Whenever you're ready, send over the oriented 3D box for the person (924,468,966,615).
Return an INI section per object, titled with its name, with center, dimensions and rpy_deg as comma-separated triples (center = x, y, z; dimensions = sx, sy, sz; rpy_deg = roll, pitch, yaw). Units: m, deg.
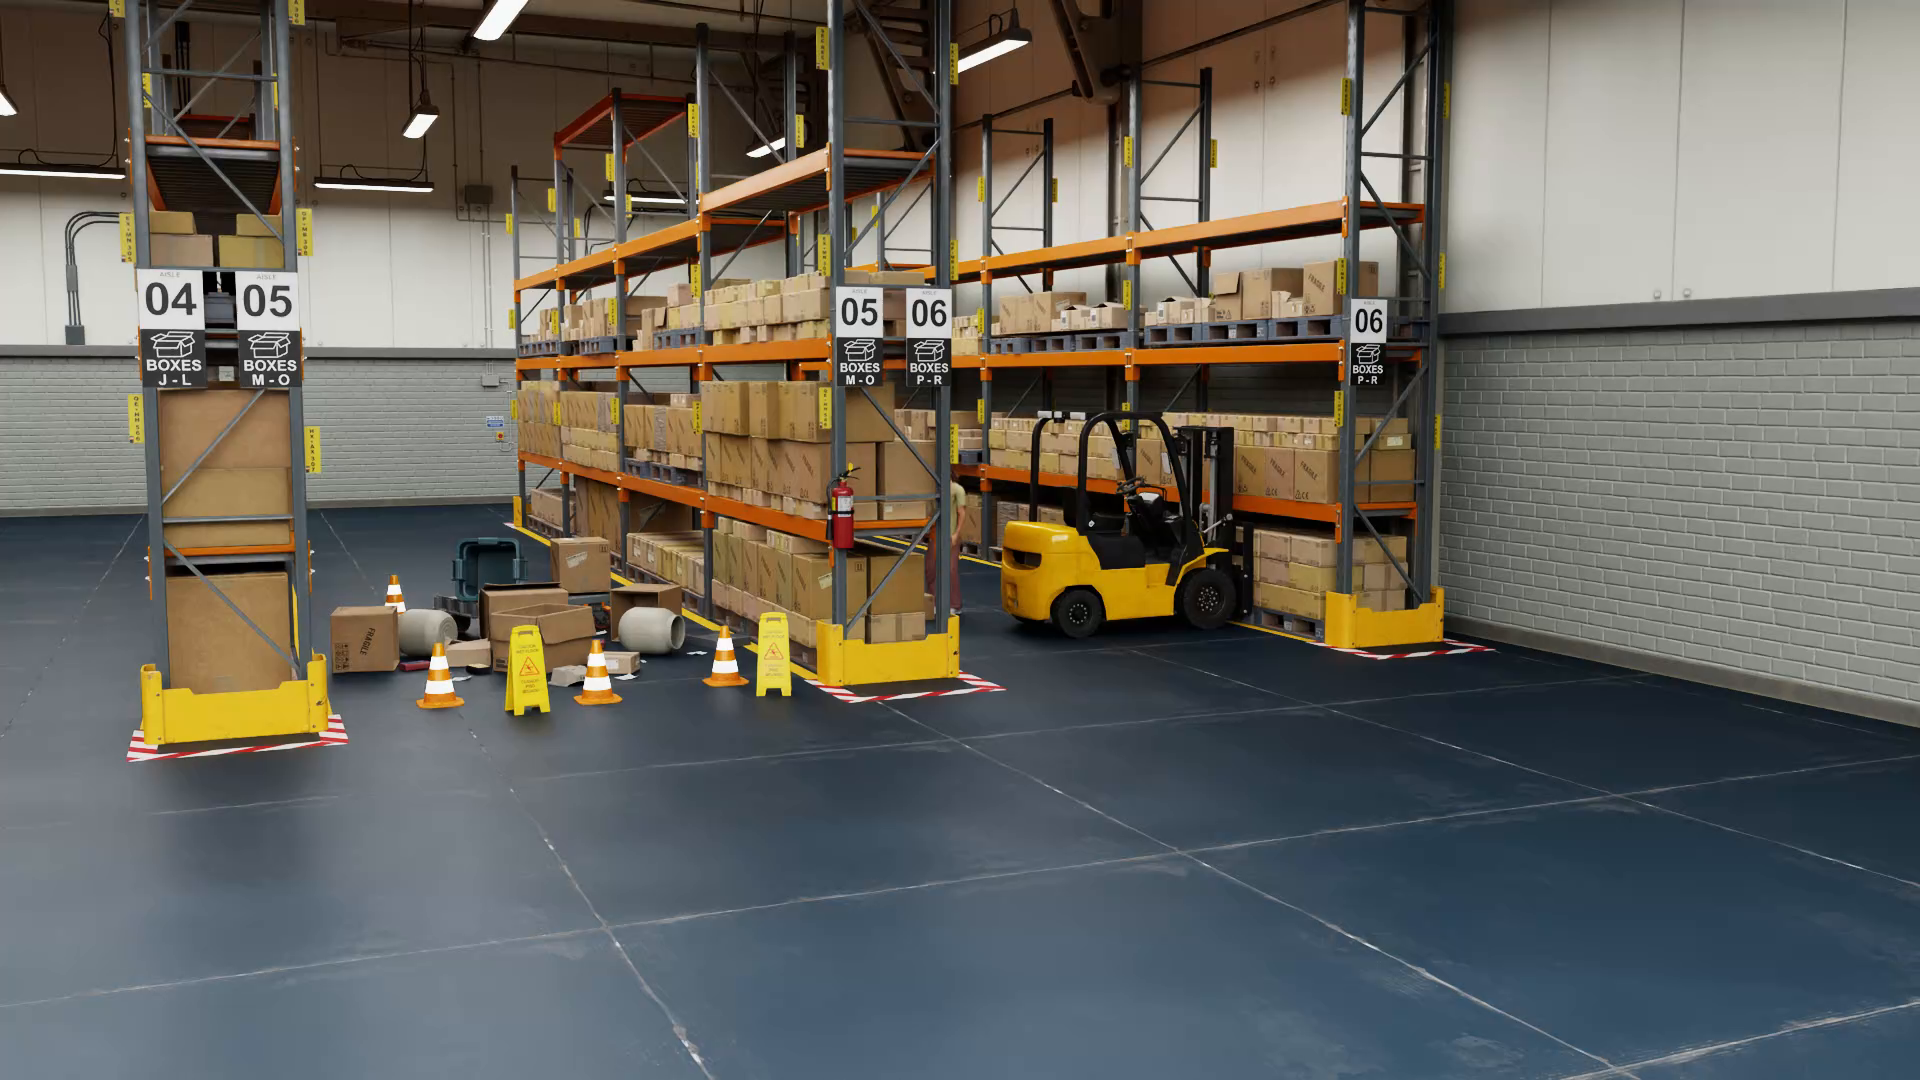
[person]
center = -0.149, -0.024, 17.466
dimensions = 0.467, 1.637, 0.370
rpy_deg = 4, 7, 38
